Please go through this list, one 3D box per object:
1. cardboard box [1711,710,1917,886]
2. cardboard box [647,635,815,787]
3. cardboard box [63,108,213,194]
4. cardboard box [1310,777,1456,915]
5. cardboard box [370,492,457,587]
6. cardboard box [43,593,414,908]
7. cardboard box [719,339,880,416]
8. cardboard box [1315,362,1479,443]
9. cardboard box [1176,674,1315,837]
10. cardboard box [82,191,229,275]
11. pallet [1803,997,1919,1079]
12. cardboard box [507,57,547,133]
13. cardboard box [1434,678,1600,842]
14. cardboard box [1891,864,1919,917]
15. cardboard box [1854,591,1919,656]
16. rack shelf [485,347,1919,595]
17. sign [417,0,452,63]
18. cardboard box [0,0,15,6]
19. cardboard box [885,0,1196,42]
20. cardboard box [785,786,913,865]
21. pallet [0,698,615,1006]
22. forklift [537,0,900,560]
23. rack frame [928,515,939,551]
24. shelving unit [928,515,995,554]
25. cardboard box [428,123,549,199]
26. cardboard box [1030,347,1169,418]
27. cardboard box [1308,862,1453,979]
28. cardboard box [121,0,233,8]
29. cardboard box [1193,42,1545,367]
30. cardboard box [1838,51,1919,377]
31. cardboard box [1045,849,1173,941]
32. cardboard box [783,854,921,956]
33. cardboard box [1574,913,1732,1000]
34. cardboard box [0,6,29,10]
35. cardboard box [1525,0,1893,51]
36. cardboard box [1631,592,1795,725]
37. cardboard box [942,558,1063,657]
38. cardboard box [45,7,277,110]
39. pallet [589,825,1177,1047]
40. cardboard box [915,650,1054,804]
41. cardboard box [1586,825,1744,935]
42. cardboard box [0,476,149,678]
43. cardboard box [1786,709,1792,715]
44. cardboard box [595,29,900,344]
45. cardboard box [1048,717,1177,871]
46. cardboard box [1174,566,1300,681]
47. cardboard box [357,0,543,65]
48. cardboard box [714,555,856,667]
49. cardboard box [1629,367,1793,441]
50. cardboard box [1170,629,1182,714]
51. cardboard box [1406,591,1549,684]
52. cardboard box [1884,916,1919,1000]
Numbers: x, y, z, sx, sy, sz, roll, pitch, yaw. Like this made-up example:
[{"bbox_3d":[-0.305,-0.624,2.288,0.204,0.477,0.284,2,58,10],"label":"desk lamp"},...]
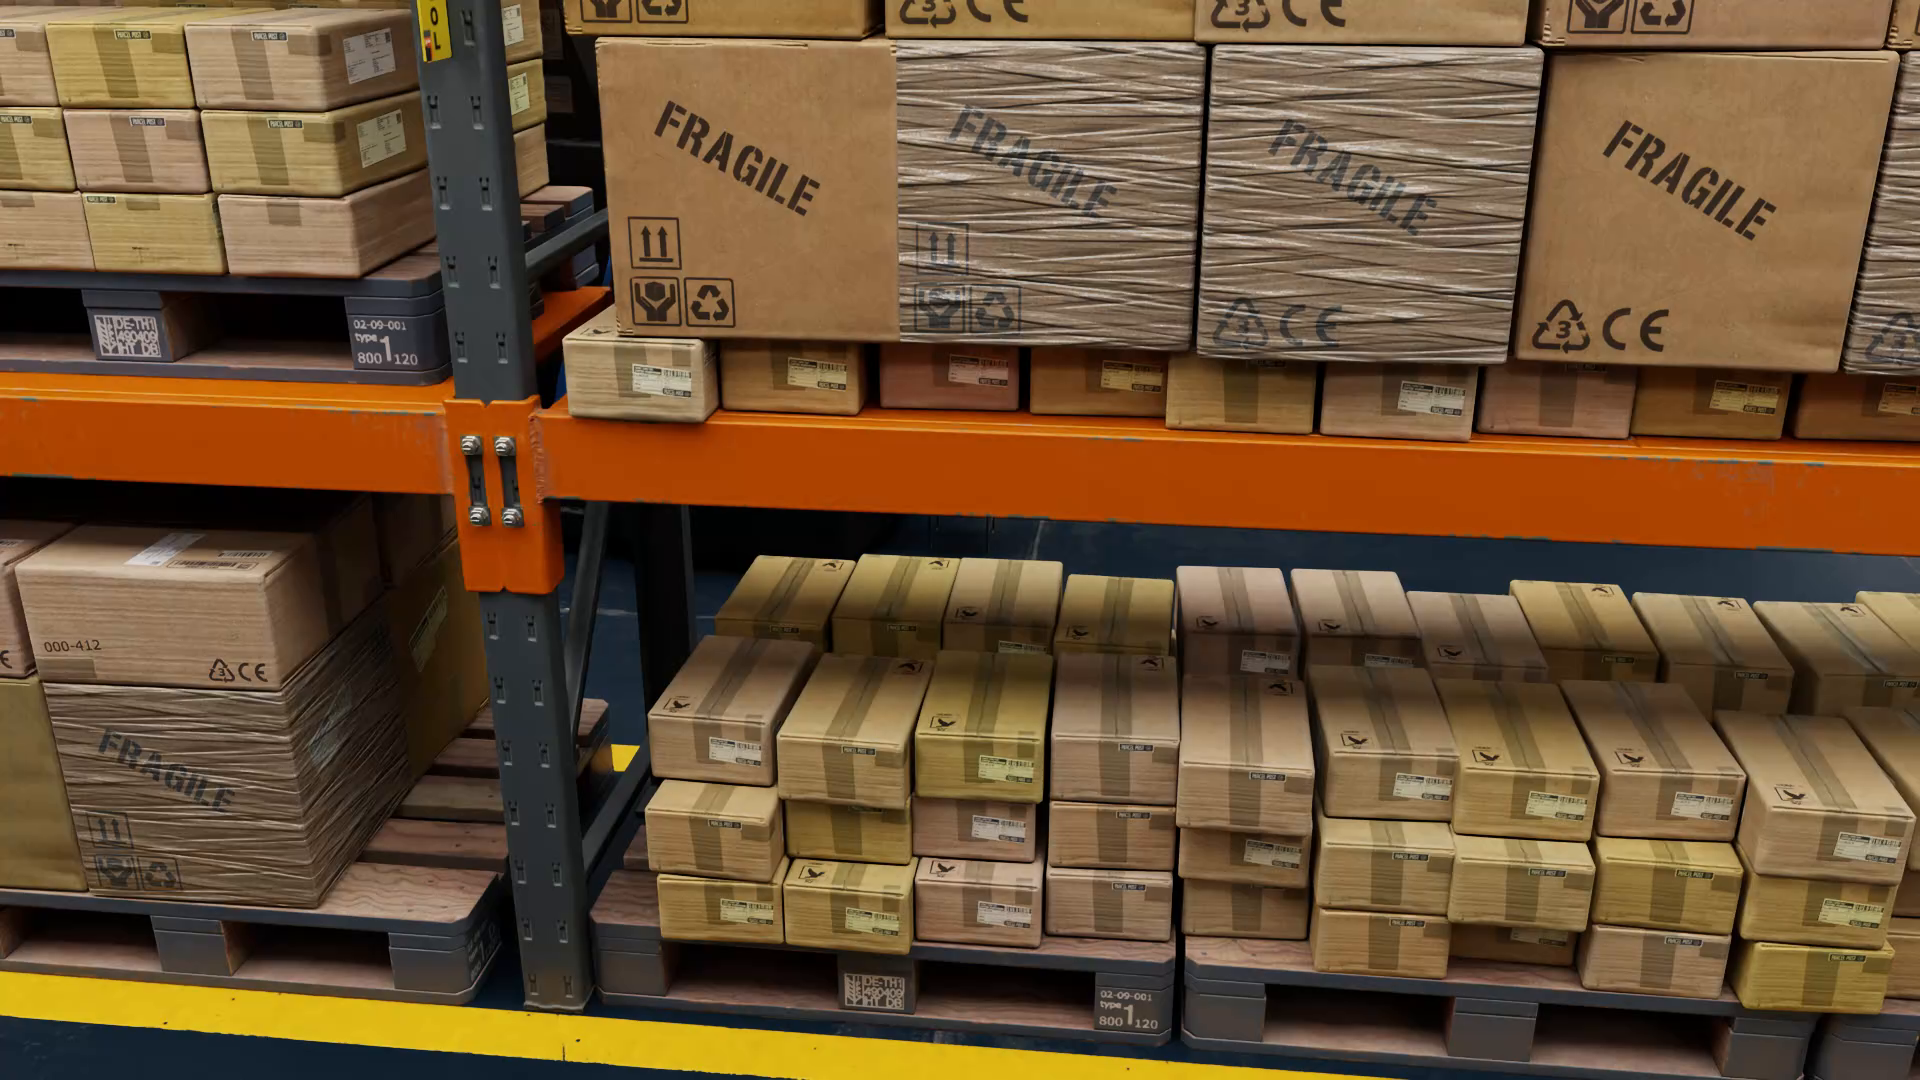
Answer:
[{"bbox_3d":[1.593,0.479,3.145,0.250,0.149,0.380,3,22,8],"label":"cardboard box"},{"bbox_3d":[-0.468,0.349,3.474,0.250,0.149,0.380,3,22,8],"label":"cardboard box"},{"bbox_3d":[-1.466,-0.768,3.168,0.250,0.149,0.380,3,22,7],"label":"cardboard box"},{"bbox_3d":[0.826,0.572,3.314,0.250,0.149,0.380,2,22,6],"label":"cardboard box"},{"bbox_3d":[-1.488,-0.105,3.935,0.500,0.250,0.500,2,22,4],"label":"cardboard box"},{"bbox_3d":[-1.550,0.432,3.596,0.500,0.500,0.500,2,22,5],"label":"cardboard box"},{"bbox_3d":[-0.277,-0.363,3.119,0.250,0.149,0.380,3,22,8],"label":"cardboard box"},{"bbox_3d":[0.771,-0.307,2.979,0.250,0.149,0.380,3,22,9],"label":"cardboard box"},{"bbox_3d":[0.561,0.420,3.296,0.250,0.149,0.380,3,22,7],"label":"cardboard box"},{"bbox_3d":[-1.461,-0.629,3.223,0.250,0.149,0.380,3,22,7],"label":"cardboard box"},{"bbox_3d":[2.309,0.823,3.570,1.213,0.211,1.003,2,22,6],"label":"pallet"},{"bbox_3d":[-1.123,-0.997,3.747,0.250,0.149,0.380,3,22,7],"label":"cardboard box"},{"bbox_3d":[1.081,0.426,3.279,0.250,0.149,0.380,3,22,7],"label":"cardboard box"},{"bbox_3d":[1.858,0.580,3.294,0.250,0.149,0.380,2,22,6],"label":"cardboard box"},{"bbox_3d":[2.183,0.259,3.701,0.250,0.149,0.380,2,22,6],"label":"cardboard box"},{"bbox_3d":[1.201,-0.174,3.279,4.000,0.370,1.077,2,22,6],"label":"rack shelf"},{"bbox_3d":[-0.847,-0.931,2.639,0.005,0.325,0.100,2,22,6],"label":"sign"},{"bbox_3d":[-2.156,-1.180,3.805,0.250,0.149,0.380,2,22,6],"label":"cardboard box"},{"bbox_3d":[0.150,-1.120,2.791,0.500,0.500,0.500,2,22,5],"label":"cardboard box"},{"bbox_3d":[-0.201,0.508,3.477,0.250,0.149,0.380,3,22,7],"label":"cardboard box"},{"bbox_3d":[-1.559,0.669,3.962,1.213,0.211,1.003,2,22,6],"label":"pallet"},{"bbox_3d":[-1.650,-1.564,5.910,3.031,2.935,1.130,7,23,17],"label":"forklift"},{"bbox_3d":[-0.093,-0.423,5.785,0.006,0.900,0.240,2,22,6],"label":"rack frame"},{"bbox_3d":[0.008,-0.418,5.773,0.210,0.900,0.258,2,22,6],"label":"shelving unit"},{"bbox_3d":[-1.123,-0.859,3.802,0.250,0.149,0.380,1,22,4],"label":"cardboard box"},{"bbox_3d":[0.263,-0.356,3.103,0.250,0.149,0.380,2,22,4],"label":"cardboard box"},{"bbox_3d":[0.832,0.710,3.371,0.250,0.149,0.380,2,22,5],"label":"cardboard box"},{"bbox_3d":[-1.654,-1.157,3.748,0.250,0.149,0.380,3,22,7],"label":"cardboard box"},{"bbox_3d":[0.665,-0.613,2.869,0.500,0.500,0.500,2,22,5],"label":"cardboard box"},{"bbox_3d":[1.695,-0.575,2.774,0.500,0.500,0.500,3,22,6],"label":"cardboard box"},{"bbox_3d":[0.313,0.664,3.486,0.250,0.149,0.380,2,22,5],"label":"cardboard box"},{"bbox_3d":[-0.197,0.680,3.446,0.250,0.149,0.380,3,22,8],"label":"cardboard box"},{"bbox_3d":[1.344,0.732,3.316,0.250,0.149,0.380,3,22,7],"label":"cardboard box"},{"bbox_3d":[-1.991,-0.931,3.176,0.250,0.149,0.380,2,22,6],"label":"cardboard box"},{"bbox_3d":[1.157,-1.064,2.650,0.500,0.500,0.500,2,22,4],"label":"cardboard box"},{"bbox_3d":[1.653,0.263,3.691,0.250,0.149,0.380,3,22,8],"label":"cardboard box"},{"bbox_3d":[0.105,0.184,3.892,0.250,0.149,0.380,2,22,6],"label":"cardboard box"},{"bbox_3d":[-1.474,-0.908,3.117,0.250,0.149,0.380,2,22,5],"label":"cardboard box"},{"bbox_3d":[-0.114,0.718,3.837,1.213,0.211,1.003,2,22,6],"label":"pallet"},{"bbox_3d":[0.056,0.376,3.407,0.250,0.149,0.380,2,22,6],"label":"cardboard box"},{"bbox_3d":[1.345,0.594,3.259,0.250,0.149,0.380,4,22,9],"label":"cardboard box"},{"bbox_3d":[-2.064,0.056,3.526,0.500,0.250,0.500,4,22,9],"label":"cardboard box"},{"bbox_3d":[1.936,0.392,3.770,0.250,0.149,0.380,3,22,8],"label":"cardboard box"},{"bbox_3d":[-0.323,-0.667,3.005,0.500,0.500,0.500,2,22,5],"label":"cardboard box"},{"bbox_3d":[0.313,0.518,3.452,0.250,0.149,0.380,1,22,4],"label":"cardboard box"},{"bbox_3d":[0.633,0.202,3.847,0.250,0.149,0.380,1,22,4],"label":"cardboard box"},{"bbox_3d":[-1.123,-1.135,3.693,0.250,0.149,0.380,4,22,9],"label":"cardboard box"},{"bbox_3d":[-0.401,0.179,3.904,0.250,0.149,0.380,3,22,8],"label":"cardboard box"},{"bbox_3d":[1.296,-0.310,2.985,0.250,0.149,0.380,3,22,7],"label":"cardboard box"},{"bbox_3d":[0.596,0.357,3.858,0.250,0.149,0.380,3,22,8],"label":"cardboard box"},{"bbox_3d":[1.136,0.259,3.701,0.250,0.149,0.380,3,22,6],"label":"cardboard box"},{"bbox_3d":[1.873,0.739,3.297,0.250,0.149,0.380,3,22,7],"label":"cardboard box"}]
